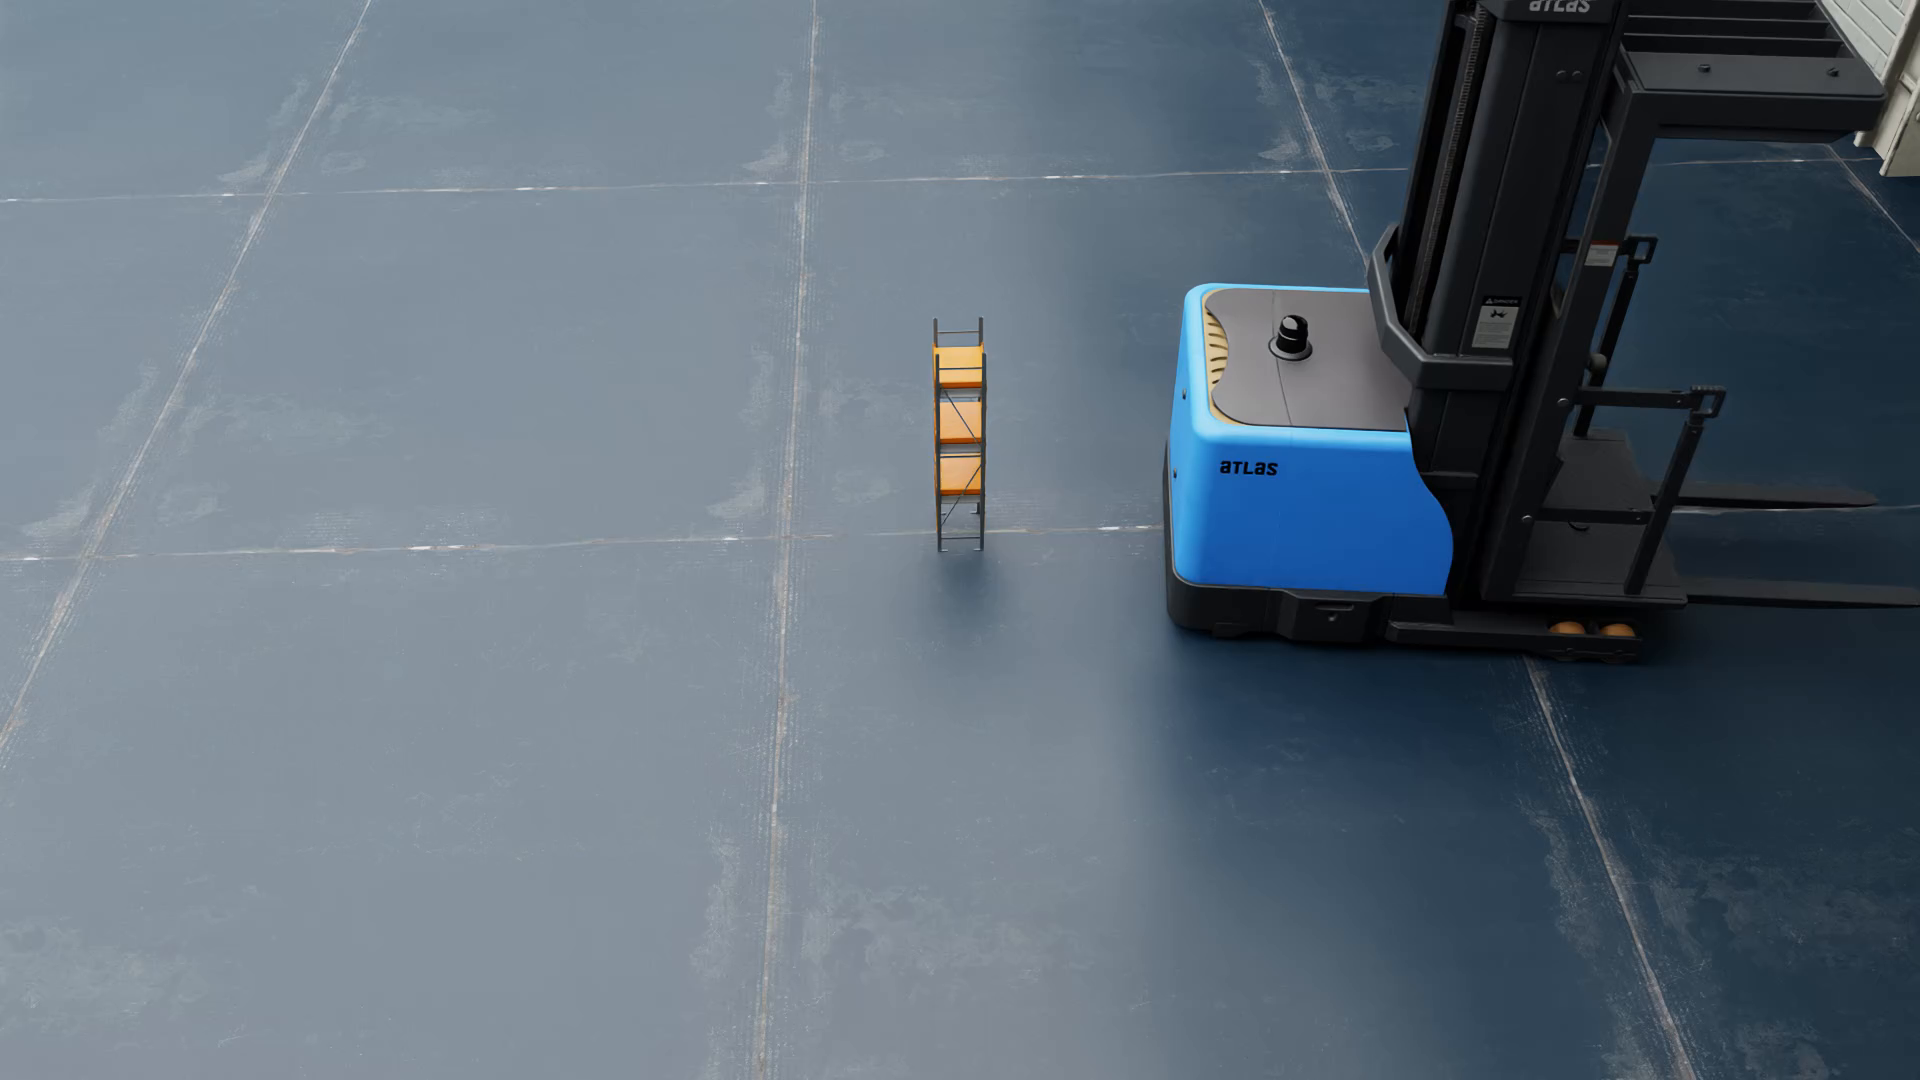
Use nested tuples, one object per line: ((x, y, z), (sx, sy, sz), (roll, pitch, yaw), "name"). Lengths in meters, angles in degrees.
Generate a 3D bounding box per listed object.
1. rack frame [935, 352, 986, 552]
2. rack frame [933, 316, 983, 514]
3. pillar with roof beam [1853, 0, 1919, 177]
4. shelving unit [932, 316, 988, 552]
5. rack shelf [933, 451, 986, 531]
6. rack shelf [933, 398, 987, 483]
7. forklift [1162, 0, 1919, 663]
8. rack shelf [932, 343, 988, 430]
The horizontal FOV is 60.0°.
((0.003, -0.341, 6.845), (0.200, 1.050, 0.008), (-2, 43, -2), "rack frame")
((-0.007, -0.506, 7.025), (0.200, 1.050, 0.008), (-2, 43, -2), "rack frame")
((1.130, -5.413, 6.495), (9.100, 9.000, 0.400), (-2, 43, -2), "pillar with roof beam")
((-0.002, -0.423, 6.935), (0.215, 1.050, 0.252), (-2, 43, -2), "shelving unit")
((-0.002, -0.210, 7.130), (0.215, 0.259, 0.240), (-2, 43, -2), "rack shelf")
((-0.002, -0.415, 6.942), (0.215, 0.259, 0.240), (-2, 43, -2), "rack shelf")
((2.390, -0.957, 6.125), (3.031, 2.935, 1.130), (3, 43, 3), "forklift")
((-0.002, -0.625, 6.750), (0.215, 0.259, 0.240), (-2, 43, -2), "rack shelf")
